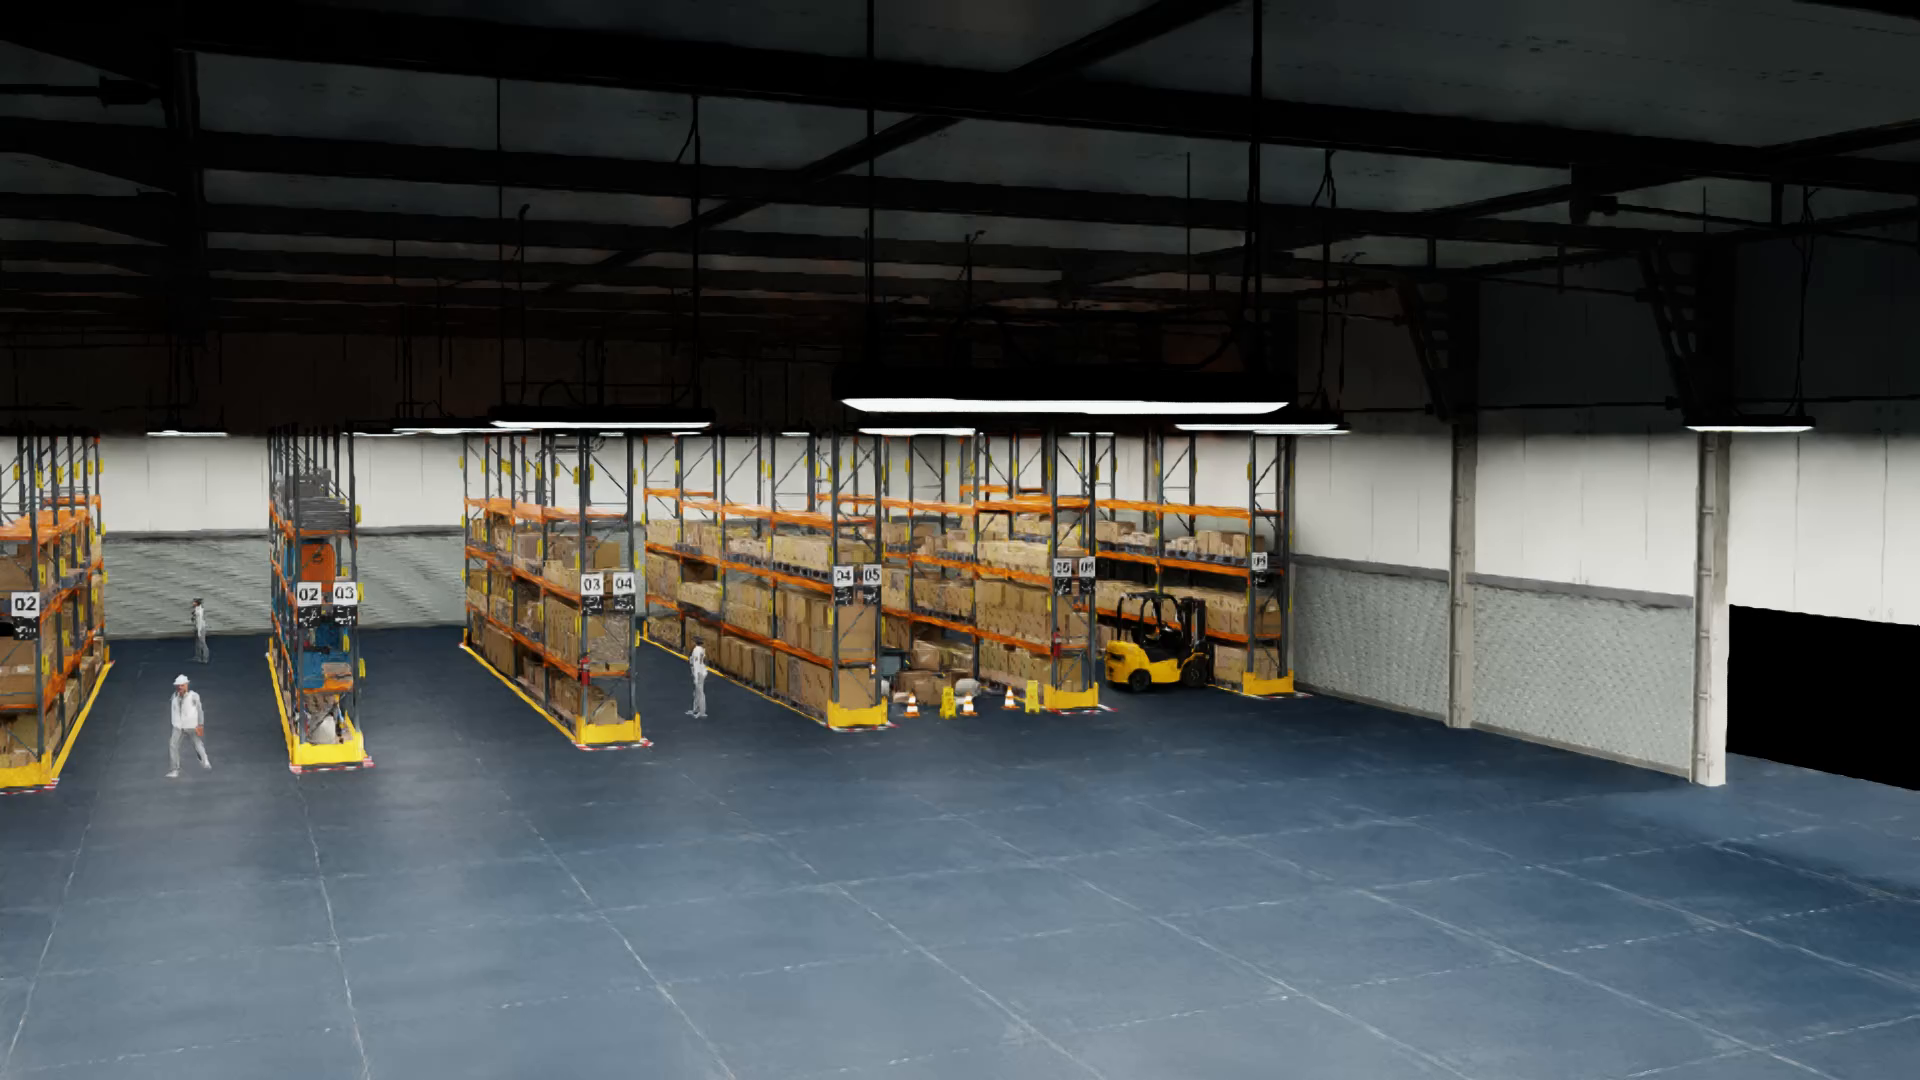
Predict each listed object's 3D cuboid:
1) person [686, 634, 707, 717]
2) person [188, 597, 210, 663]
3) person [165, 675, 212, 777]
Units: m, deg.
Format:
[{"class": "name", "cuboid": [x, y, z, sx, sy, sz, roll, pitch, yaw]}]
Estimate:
[{"class": "person", "cuboid": [-5.422, 2.785, 34.199, 0.463, 1.677, 0.524, 0, 4, 5]}, {"class": "person", "cuboid": [-19.449, 2.278, 42.441, 0.489, 1.675, 0.657, -2, 4, -26]}, {"class": "person", "cuboid": [-13.153, 3.137, 28.313, 0.572, 1.721, 0.954, 0, 3, -4]}]
